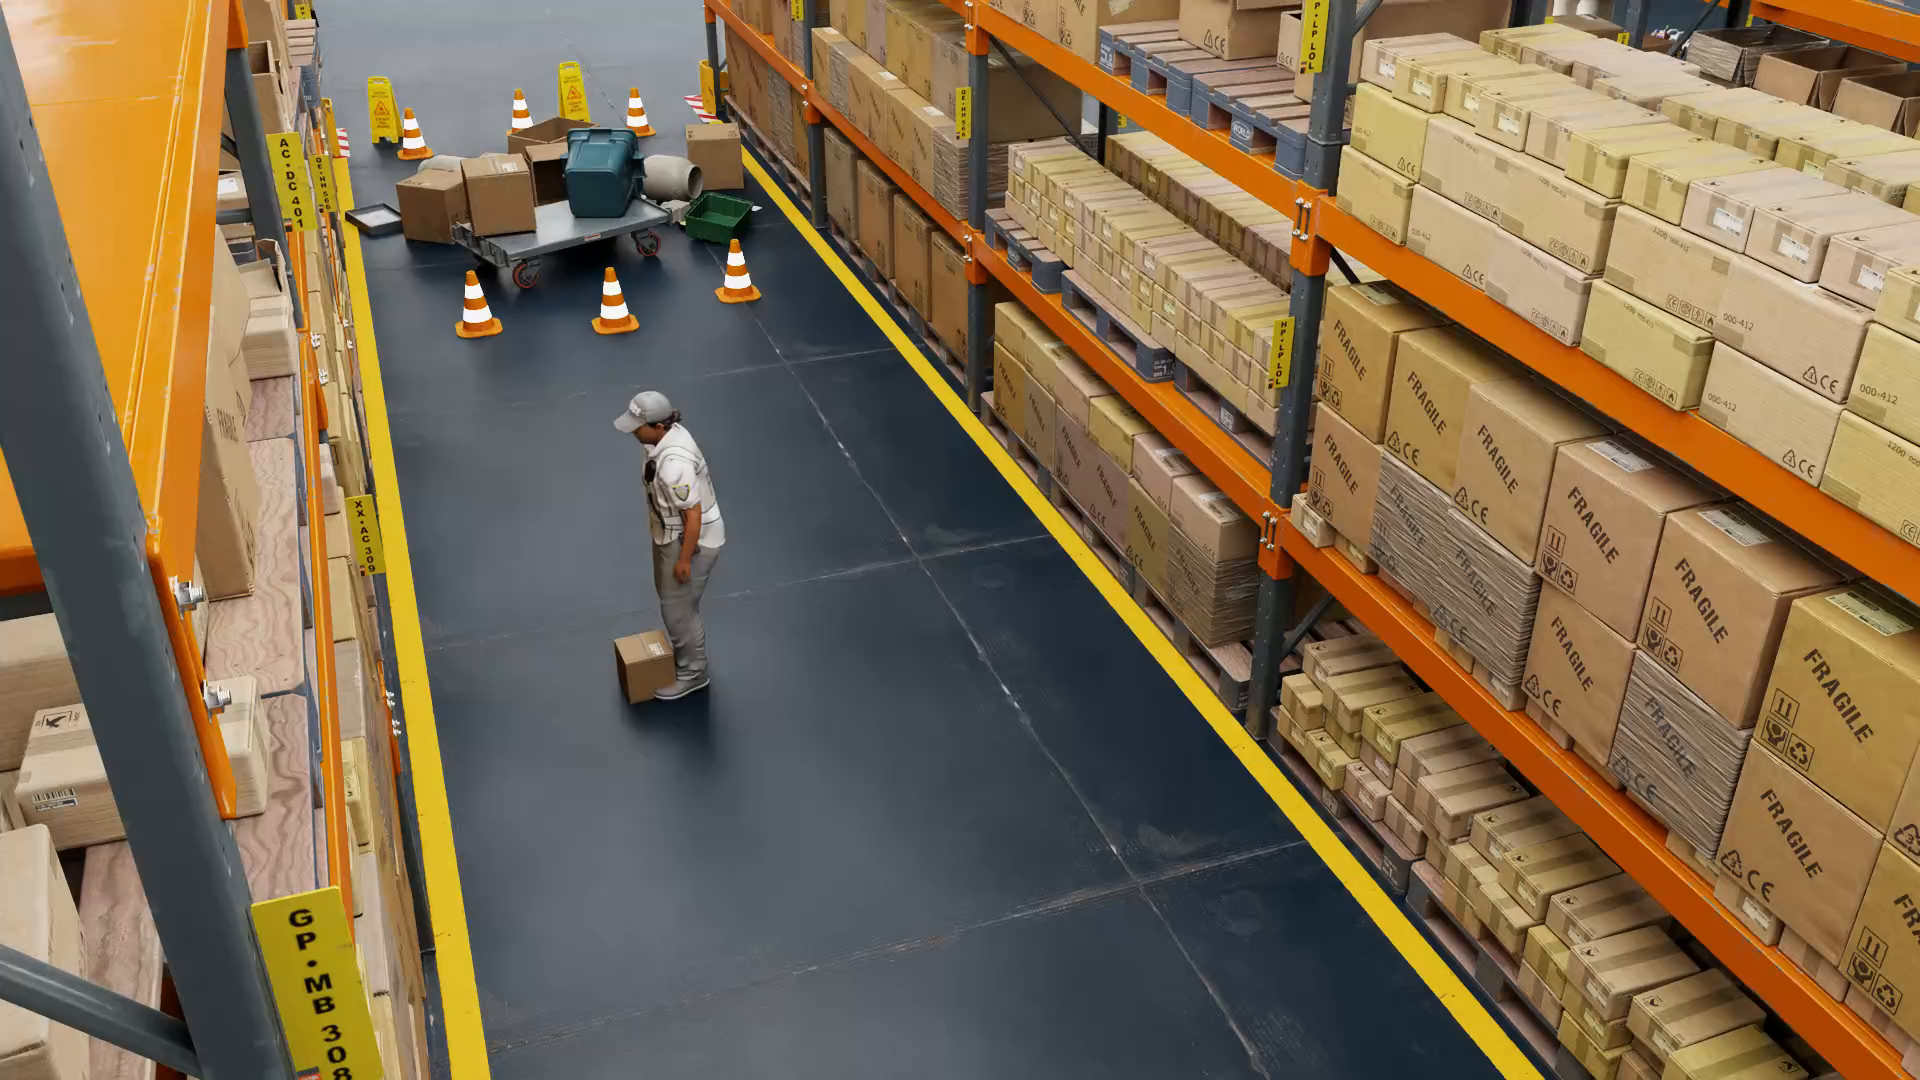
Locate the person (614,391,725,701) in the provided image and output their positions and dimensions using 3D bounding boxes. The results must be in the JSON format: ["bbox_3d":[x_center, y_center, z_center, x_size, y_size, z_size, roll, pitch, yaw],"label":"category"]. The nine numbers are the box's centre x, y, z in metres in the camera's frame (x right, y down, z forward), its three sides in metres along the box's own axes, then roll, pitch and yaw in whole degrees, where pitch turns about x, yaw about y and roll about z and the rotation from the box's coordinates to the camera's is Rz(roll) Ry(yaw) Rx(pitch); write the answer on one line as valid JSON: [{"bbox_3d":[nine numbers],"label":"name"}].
[{"bbox_3d":[-1.440,-0.002,8.335,0.459,1.666,0.537,-11,32,-18],"label":"person"}]
